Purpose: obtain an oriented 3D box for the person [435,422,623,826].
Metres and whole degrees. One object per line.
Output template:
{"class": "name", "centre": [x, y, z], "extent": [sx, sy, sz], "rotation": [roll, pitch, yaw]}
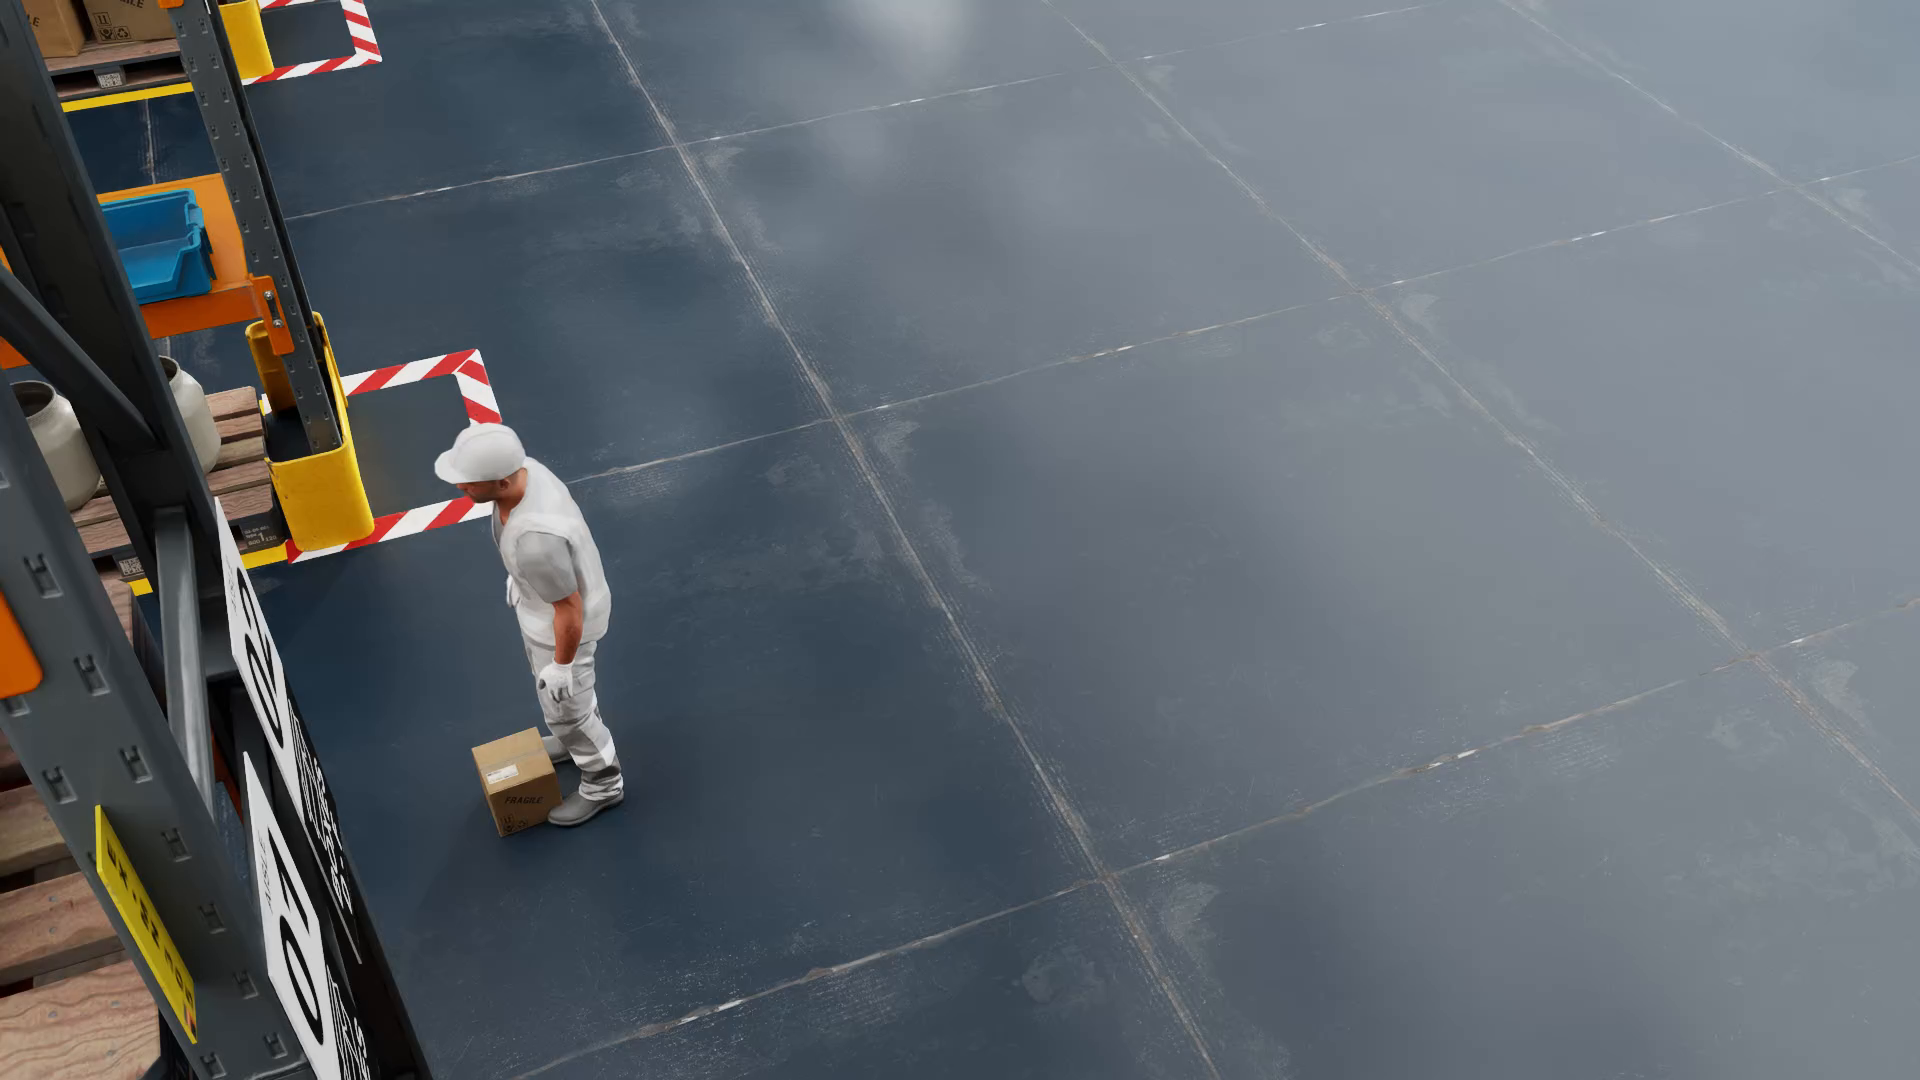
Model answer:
{"class": "person", "centre": [-1.454, 0.286, 5.823], "extent": [0.455, 1.779, 0.619], "rotation": [-16, 44, -17]}
